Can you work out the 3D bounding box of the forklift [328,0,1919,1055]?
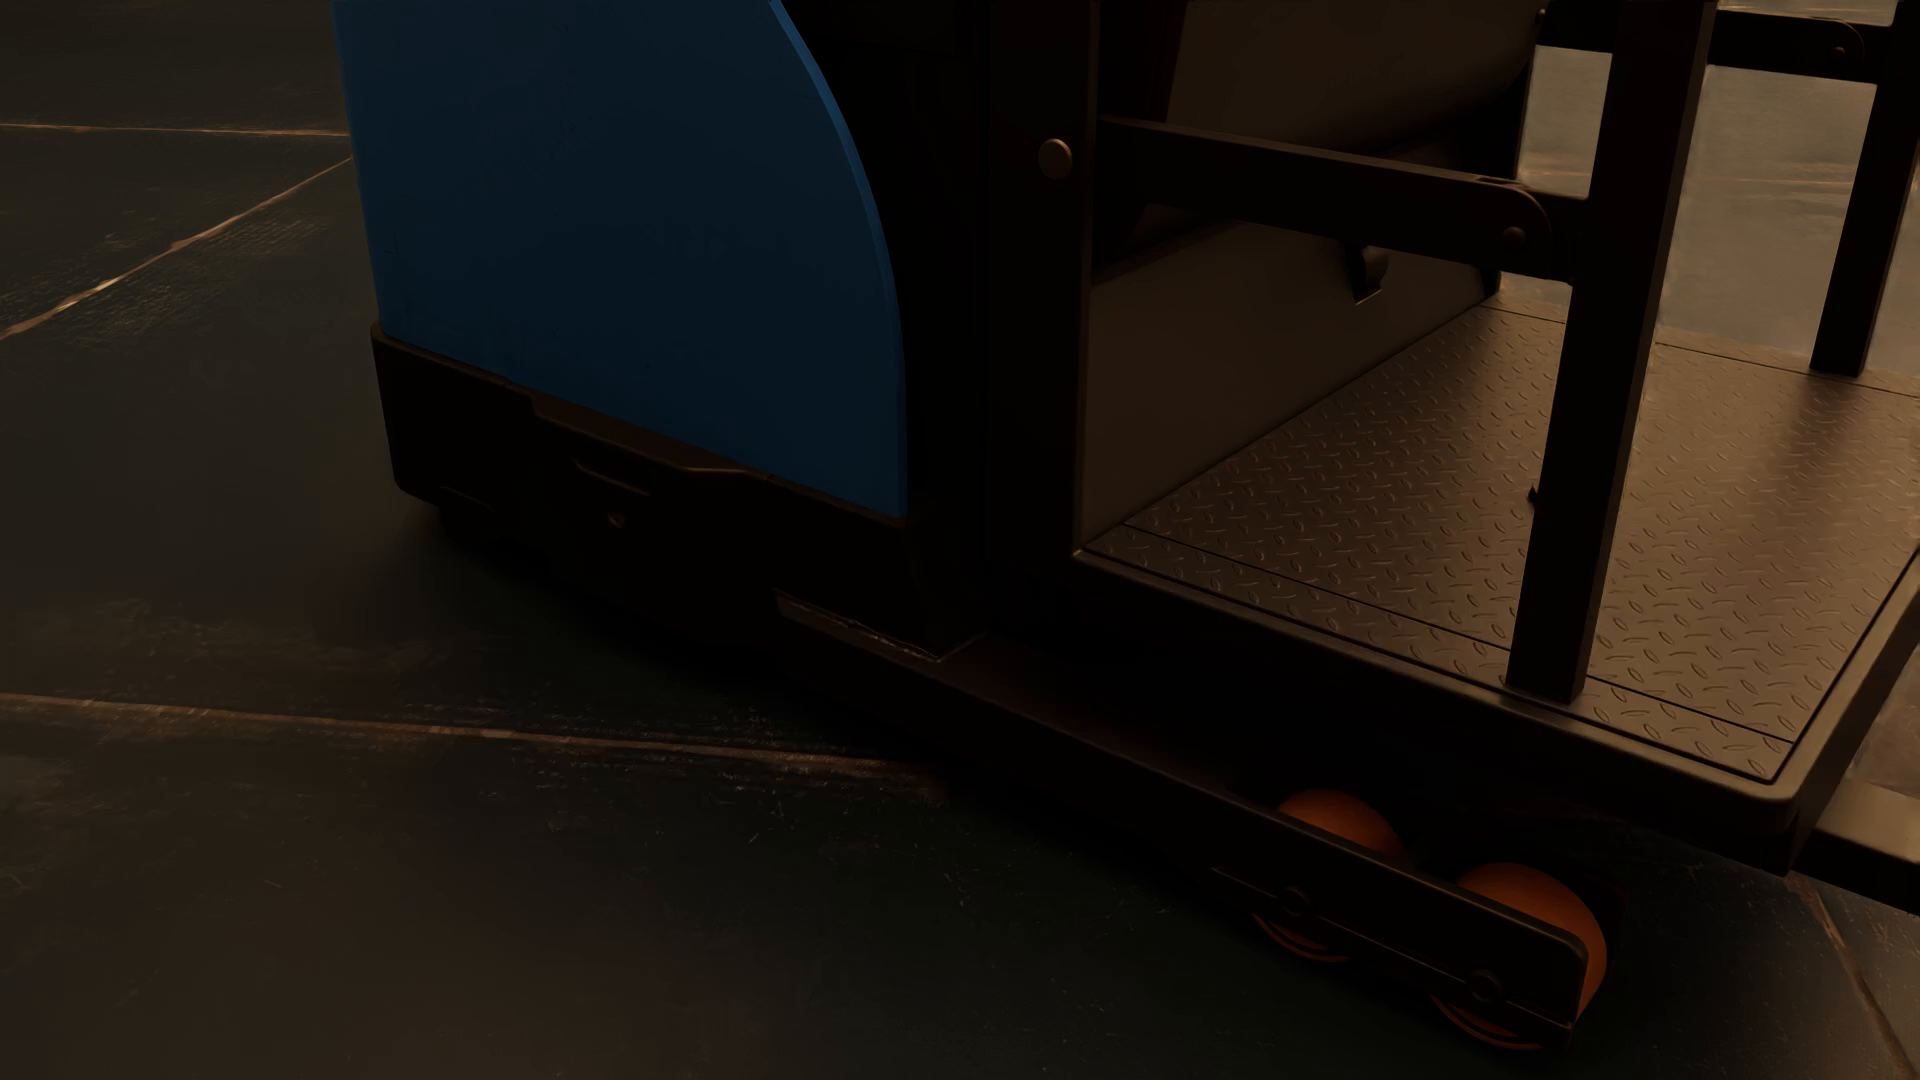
[{"bbox_3d":[0.605,-1.107,1.436,3.031,2.935,1.130,20,33,34],"label":"forklift"}]
